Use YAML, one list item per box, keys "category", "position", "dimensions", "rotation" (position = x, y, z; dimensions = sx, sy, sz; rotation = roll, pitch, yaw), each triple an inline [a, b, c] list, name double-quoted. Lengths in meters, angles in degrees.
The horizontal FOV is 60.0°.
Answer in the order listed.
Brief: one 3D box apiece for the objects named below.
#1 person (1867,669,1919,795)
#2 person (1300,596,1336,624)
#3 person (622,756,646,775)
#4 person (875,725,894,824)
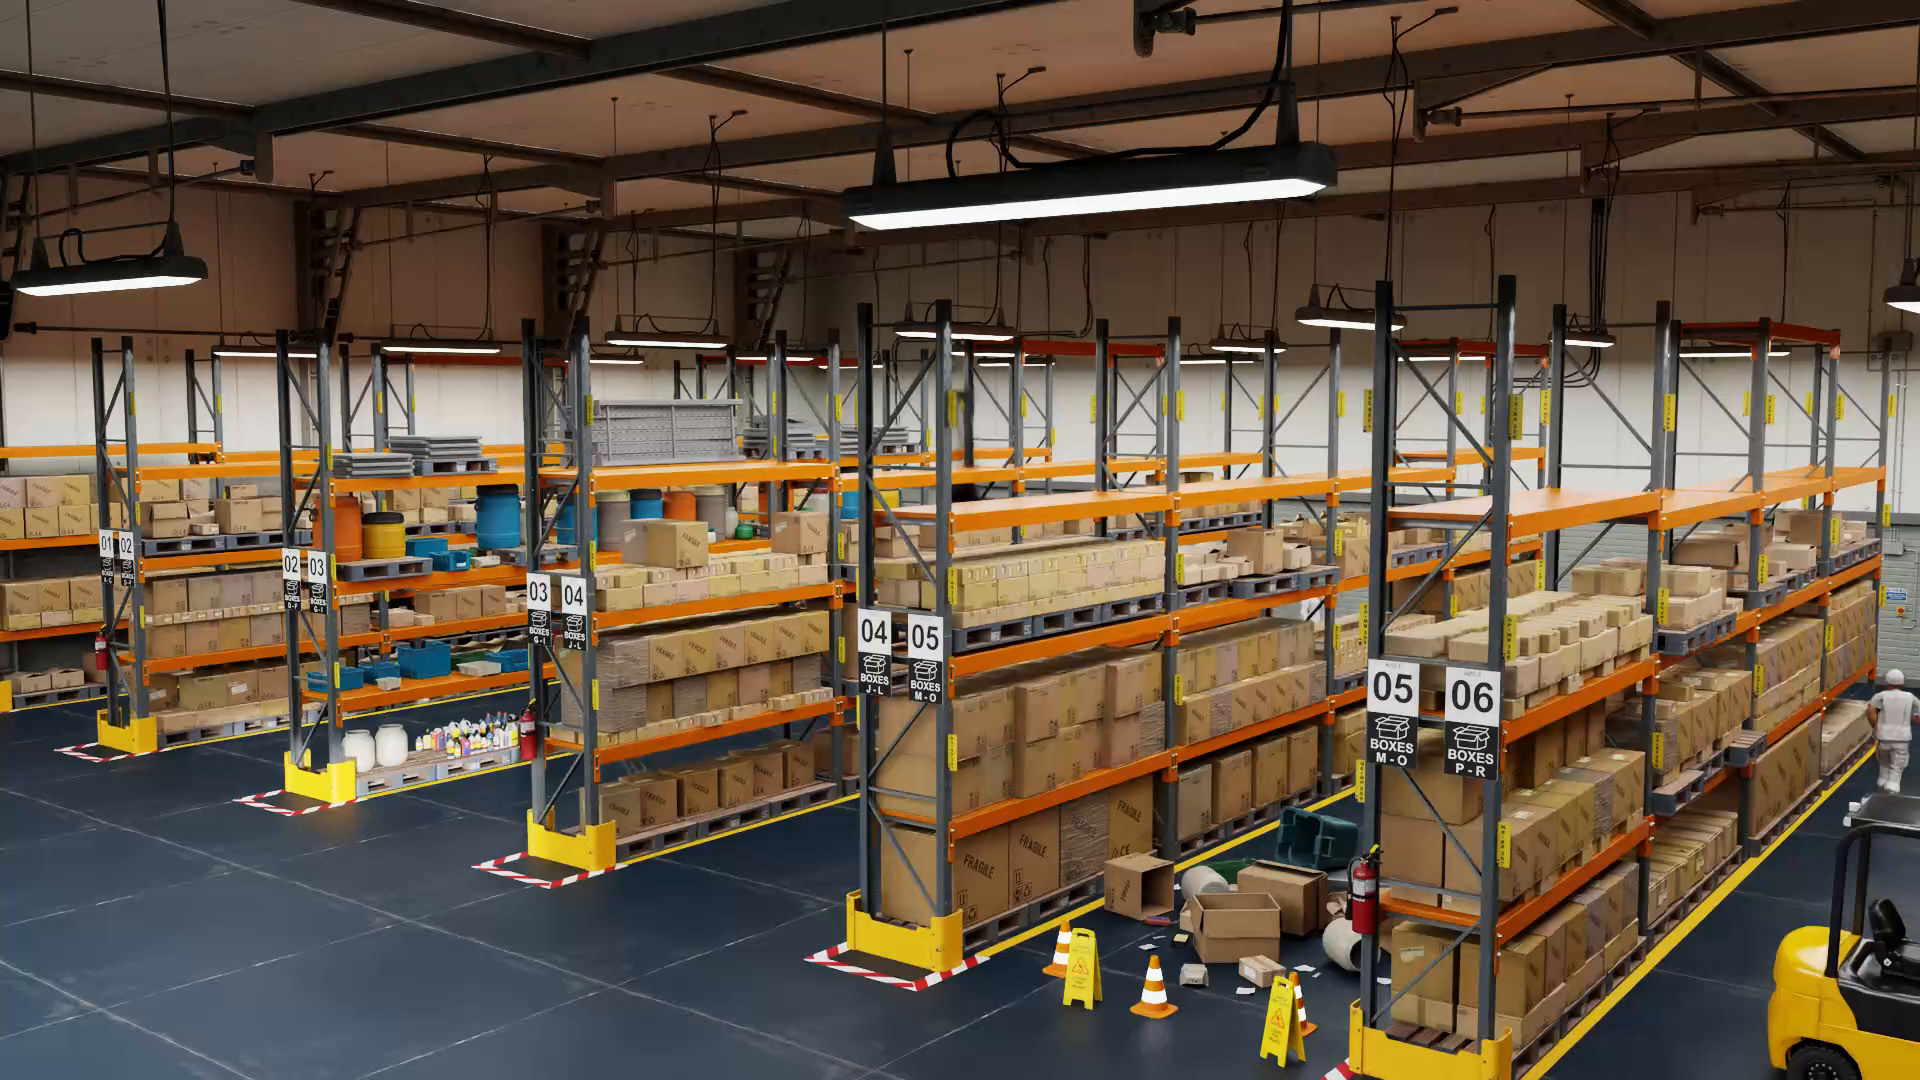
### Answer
- category: "person"
  position: [11.466, 2.510, 20.392]
  dimensions: [0.616, 1.851, 0.792]
  rotation: [3, 6, 32]
- category: "person"
  position: [6.658, 1.625, 30.699]
  dimensions: [0.737, 1.743, 0.598]
  rotation: [-1, 5, -14]
- category: "person"
  position: [-4.379, 2.438, 21.788]
  dimensions: [0.614, 1.657, 0.542]
  rotation: [2, 5, 21]
- category: "person"
  position: [-0.811, 2.703, 19.414]
  dimensions: [0.524, 1.524, 0.788]
  rotation: [2, 5, 19]
